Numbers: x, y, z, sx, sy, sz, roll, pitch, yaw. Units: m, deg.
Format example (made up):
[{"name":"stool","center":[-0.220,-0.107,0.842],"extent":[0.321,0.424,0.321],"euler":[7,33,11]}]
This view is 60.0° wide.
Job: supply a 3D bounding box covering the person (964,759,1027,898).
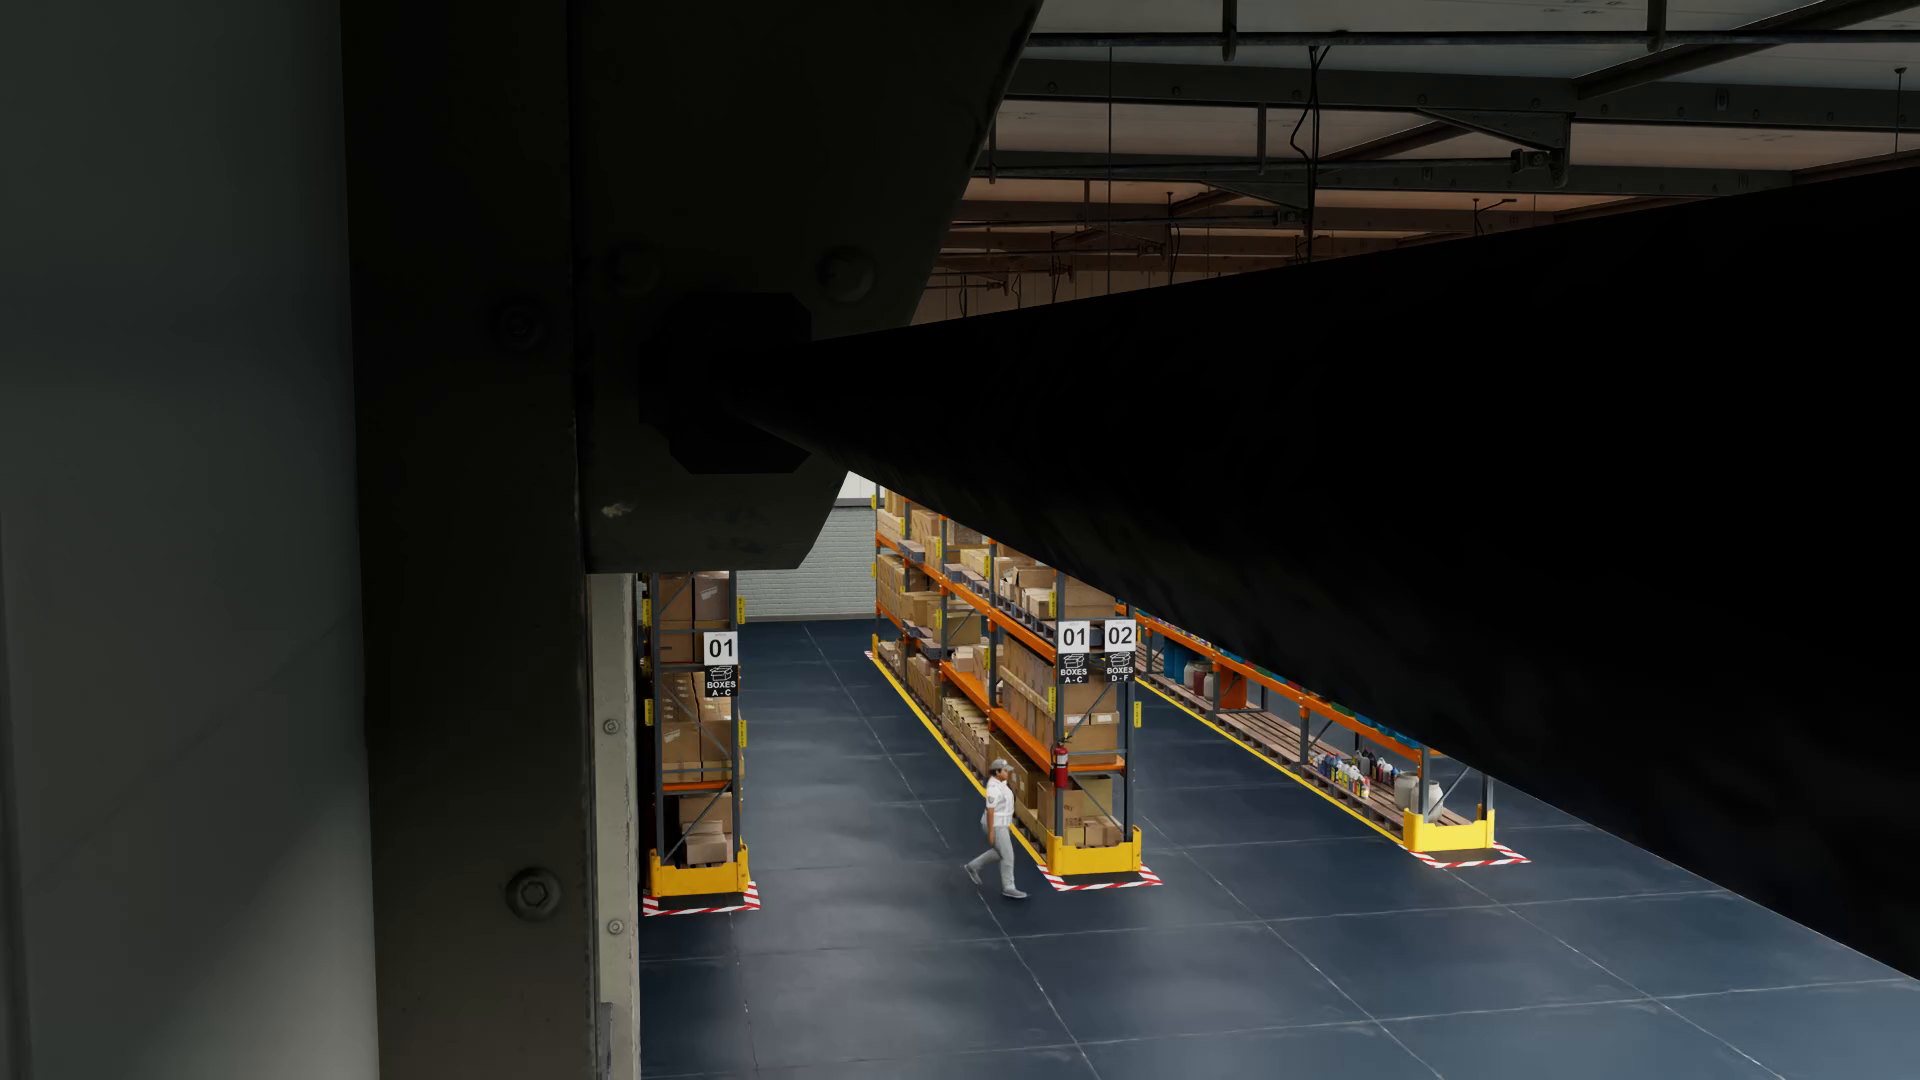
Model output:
[{"name":"person","center":[0.434,3.446,20.091],"extent":[0.822,1.635,0.501],"euler":[1,6,13]}]
